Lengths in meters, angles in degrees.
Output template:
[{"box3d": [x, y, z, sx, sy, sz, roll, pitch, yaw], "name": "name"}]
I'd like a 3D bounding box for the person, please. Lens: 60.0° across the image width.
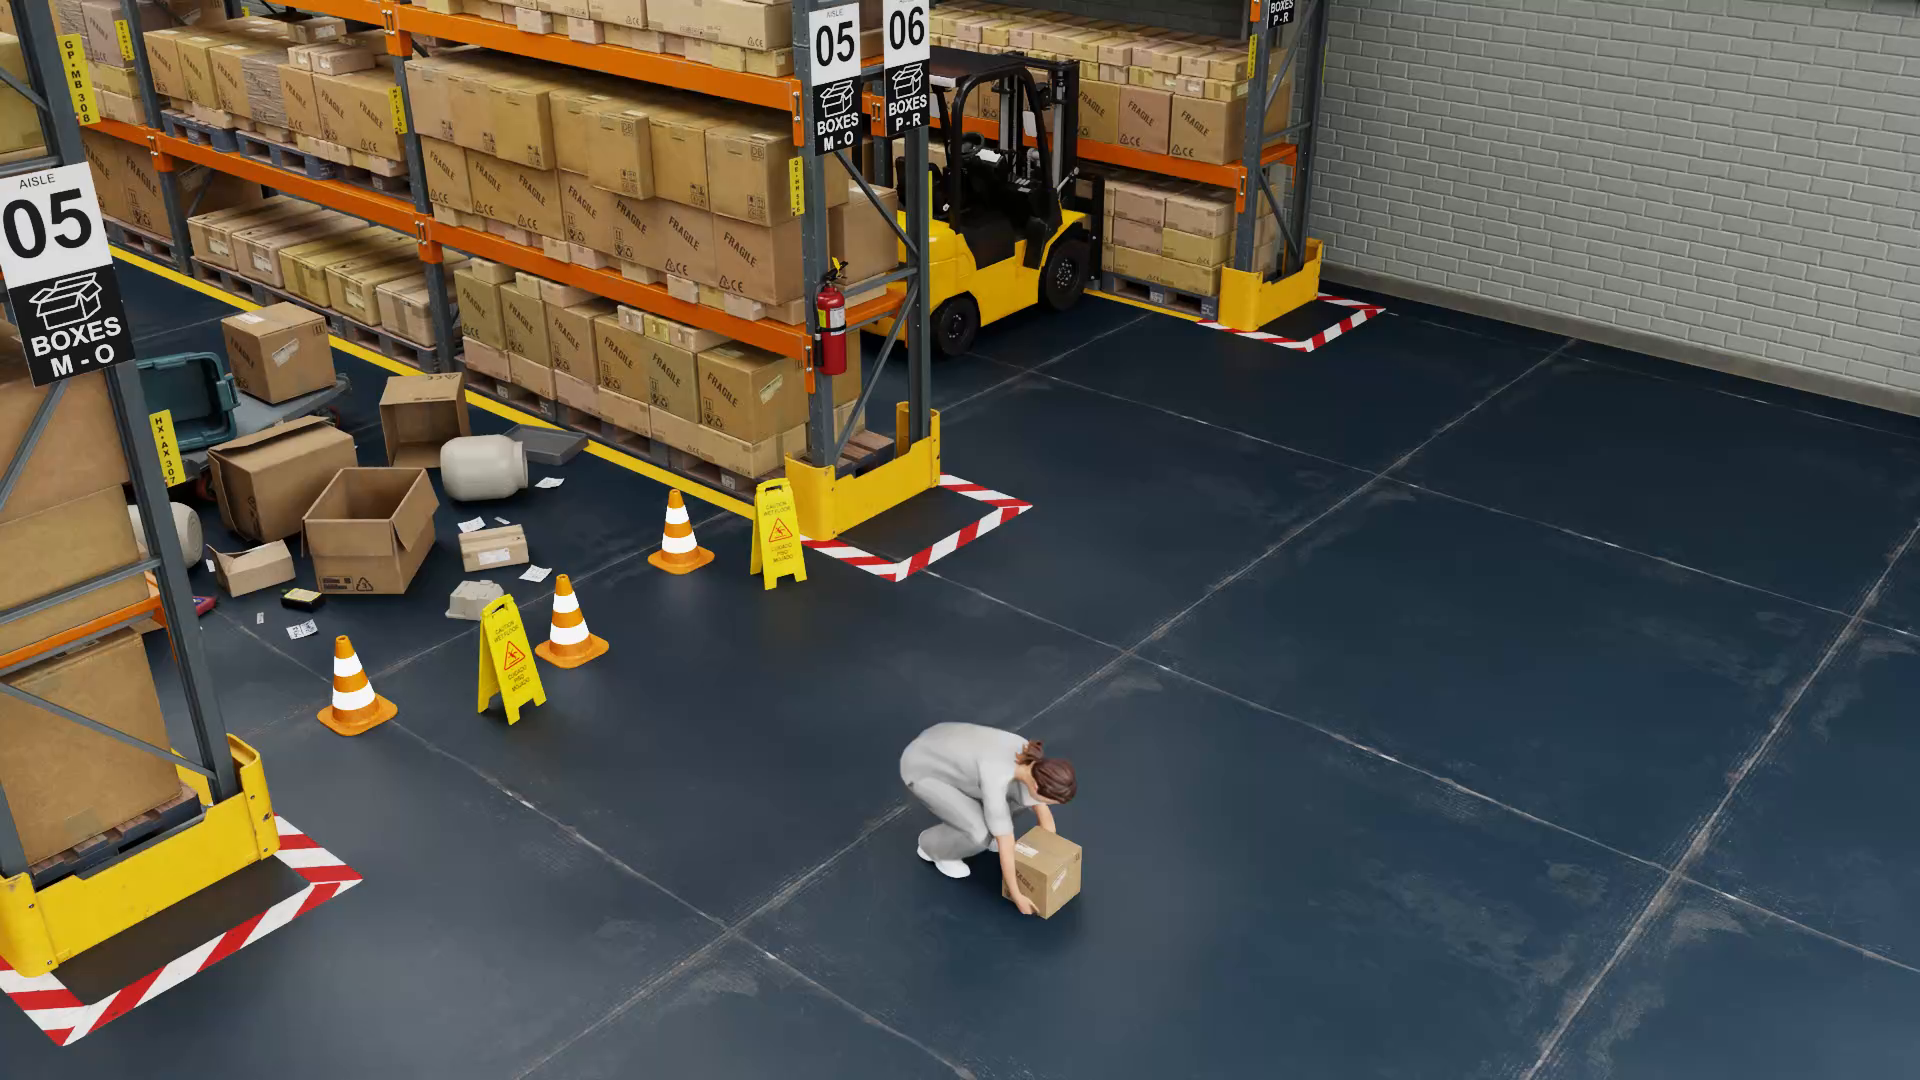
[{"box3d": [0.131, 1.173, 7.417, 0.858, 0.743, 0.458, 20, 33, 33], "name": "person"}]
